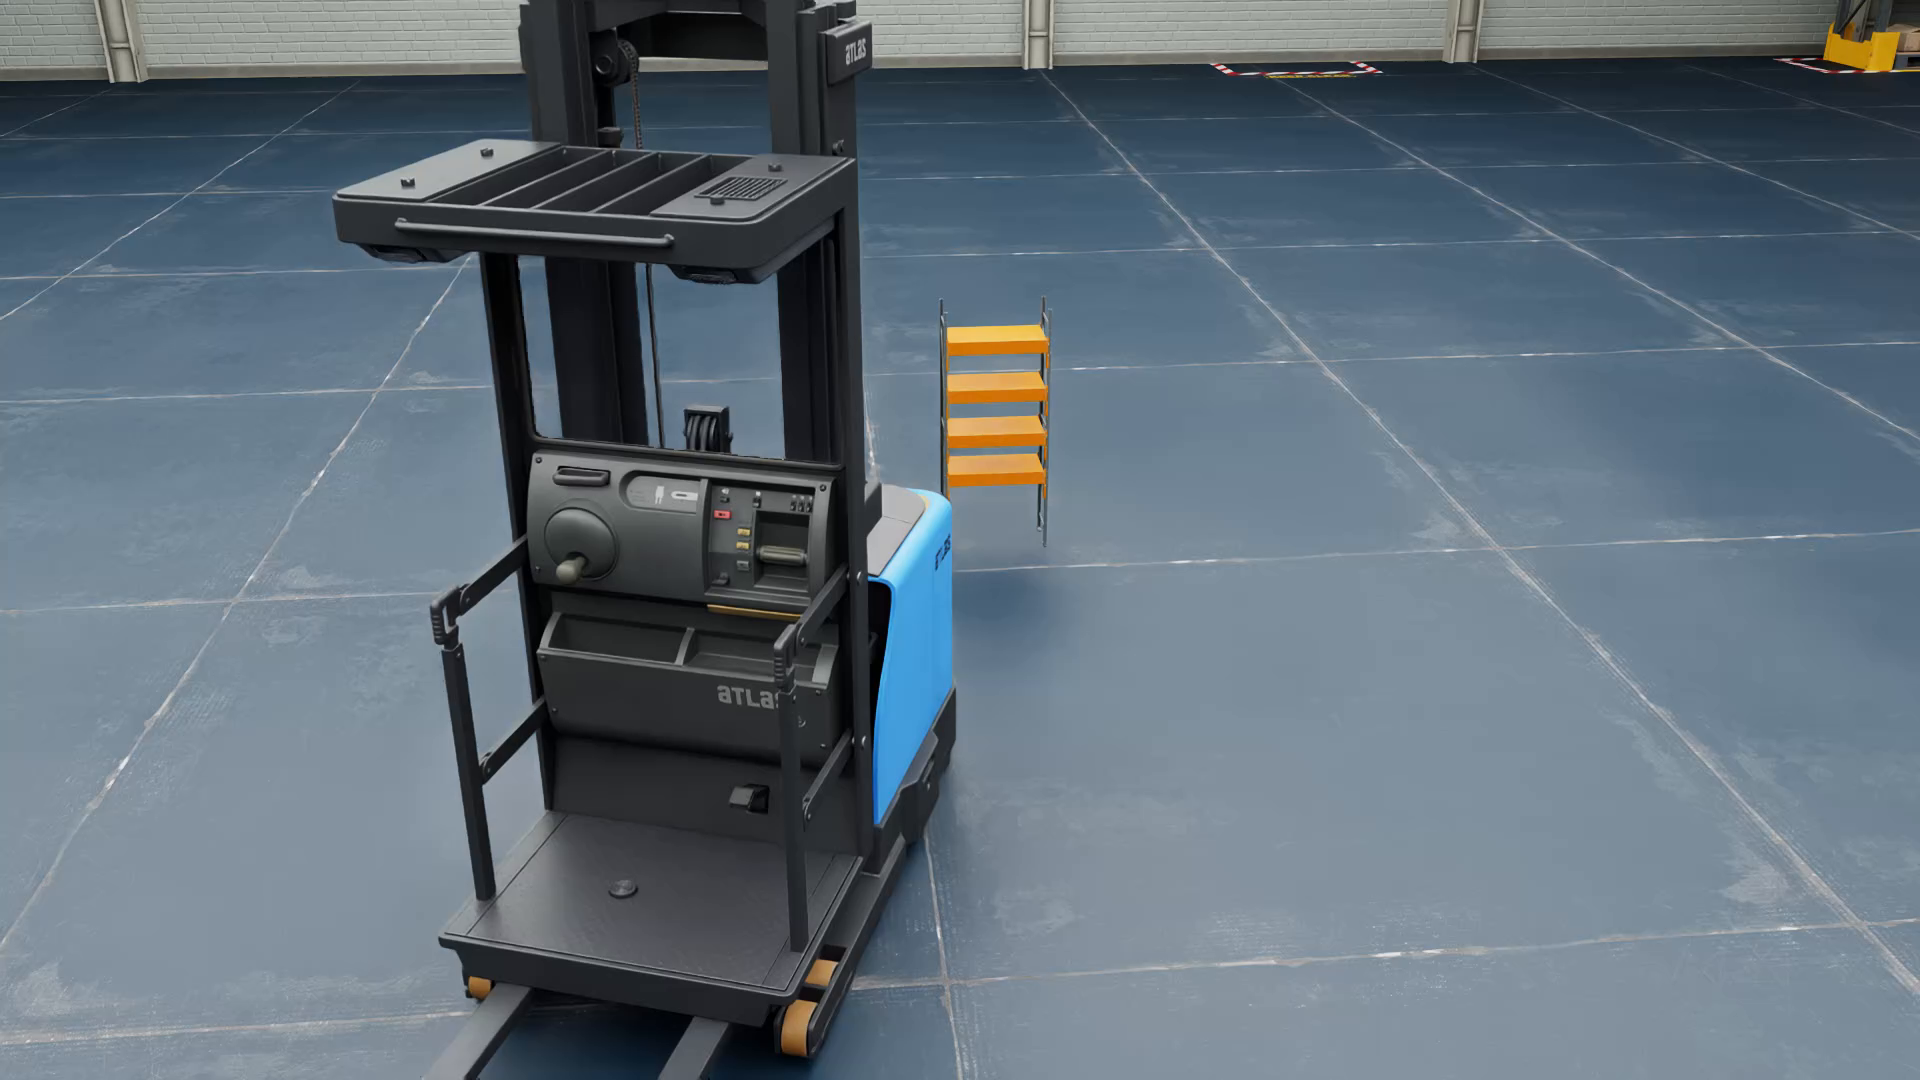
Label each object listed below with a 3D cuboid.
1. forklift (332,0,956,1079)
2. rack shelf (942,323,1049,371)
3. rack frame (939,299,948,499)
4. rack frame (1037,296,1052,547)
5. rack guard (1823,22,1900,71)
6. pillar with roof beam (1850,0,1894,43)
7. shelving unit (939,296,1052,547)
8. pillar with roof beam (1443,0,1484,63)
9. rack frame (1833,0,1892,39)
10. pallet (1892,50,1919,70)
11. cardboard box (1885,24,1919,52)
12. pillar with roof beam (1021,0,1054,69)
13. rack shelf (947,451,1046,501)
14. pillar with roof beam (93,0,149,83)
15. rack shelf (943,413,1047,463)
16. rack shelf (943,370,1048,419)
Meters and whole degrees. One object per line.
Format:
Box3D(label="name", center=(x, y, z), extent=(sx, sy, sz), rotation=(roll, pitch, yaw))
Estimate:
Box3D(label="forklift", center=(-0.873, -0.002, 4.647), extent=(1.130, 2.935, 3.031), rotation=(6, 25, 13))
Box3D(label="rack shelf", center=(0.165, -0.914, 7.862), extent=(0.480, 0.148, 0.258), rotation=(-2, 24, -5))
Box3D(label="rack frame", center=(-0.078, -0.545, 7.999), extent=(0.015, 1.200, 0.240), rotation=(-2, 24, -5))
Box3D(label="rack frame", center=(0.408, -0.565, 8.043), extent=(0.015, 1.200, 0.240), rotation=(-2, 24, -5))
Box3D(label="rack guard", center=(12.464, -6.834, 23.010), extent=(0.348, 0.500, 1.175), rotation=(-2, 24, -5))
Box3D(label="pillar with roof beam", center=(13.423, -9.352, 18.211), extent=(0.400, 9.000, 9.100), rotation=(-2, 24, -5))
Box3D(label="shelving unit", center=(0.165, -0.555, 8.021), extent=(0.503, 1.200, 0.258), rotation=(-2, 24, -5))
Box3D(label="pillar with roof beam", center=(7.452, -9.112, 17.672), extent=(0.400, 9.000, 9.100), rotation=(-2, 24, -5))
Box3D(label="rack frame", center=(12.388, -7.973, 22.495), extent=(0.127, 3.000, 1.000), rotation=(-2, 24, -5))
Box3D(label="pallet", center=(13.276, -6.720, 23.109), extent=(1.213, 0.211, 1.003), rotation=(-2, 24, -5))
Box3D(label="cardboard box", center=(13.086, -6.937, 22.932), extent=(0.500, 0.311, 0.500), rotation=(-5, 24, -11))
Box3D(label="pillar with roof beam", center=(1.481, -8.873, 17.133), extent=(0.400, 9.000, 9.100), rotation=(-2, 24, -5))
Box3D(label="rack shelf", center=(0.165, -0.312, 8.129), extent=(0.480, 0.148, 0.258), rotation=(-2, 24, -5))
Box3D(label="pillar with roof beam", center=(-10.461, -8.394, 16.056), extent=(0.400, 9.000, 9.100), rotation=(-2, 24, -5))
Box3D(label="rack shelf", center=(0.165, -0.493, 8.048), extent=(0.480, 0.148, 0.258), rotation=(-2, 24, -5))
Box3D(label="rack shelf", center=(0.165, -0.698, 7.958), extent=(0.480, 0.148, 0.258), rotation=(-2, 24, -5))
